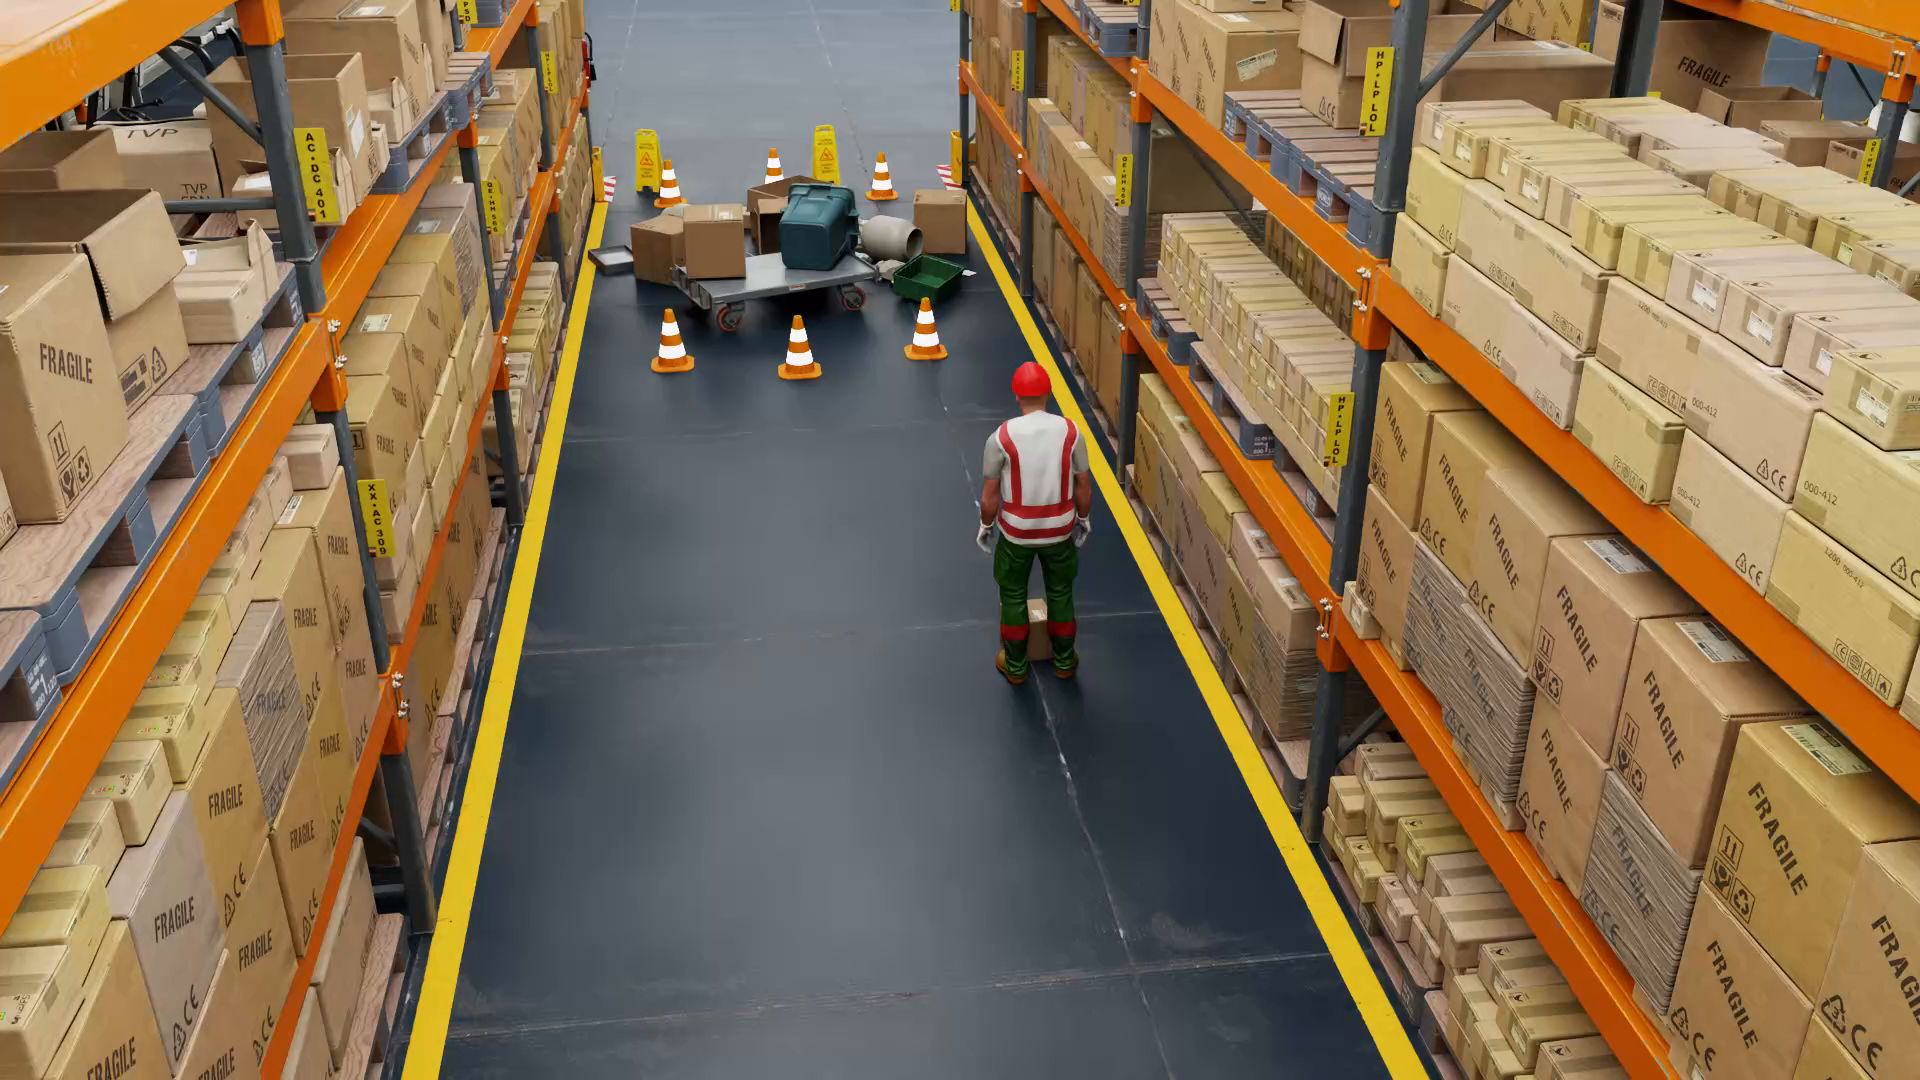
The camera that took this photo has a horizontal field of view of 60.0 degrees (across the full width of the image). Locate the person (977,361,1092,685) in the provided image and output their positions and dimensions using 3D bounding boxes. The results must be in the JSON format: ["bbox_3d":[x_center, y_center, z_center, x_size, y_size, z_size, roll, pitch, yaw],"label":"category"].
[{"bbox_3d":[0.393,-0.073,8.744,0.611,1.779,0.455,-4,27,-7],"label":"person"}]
